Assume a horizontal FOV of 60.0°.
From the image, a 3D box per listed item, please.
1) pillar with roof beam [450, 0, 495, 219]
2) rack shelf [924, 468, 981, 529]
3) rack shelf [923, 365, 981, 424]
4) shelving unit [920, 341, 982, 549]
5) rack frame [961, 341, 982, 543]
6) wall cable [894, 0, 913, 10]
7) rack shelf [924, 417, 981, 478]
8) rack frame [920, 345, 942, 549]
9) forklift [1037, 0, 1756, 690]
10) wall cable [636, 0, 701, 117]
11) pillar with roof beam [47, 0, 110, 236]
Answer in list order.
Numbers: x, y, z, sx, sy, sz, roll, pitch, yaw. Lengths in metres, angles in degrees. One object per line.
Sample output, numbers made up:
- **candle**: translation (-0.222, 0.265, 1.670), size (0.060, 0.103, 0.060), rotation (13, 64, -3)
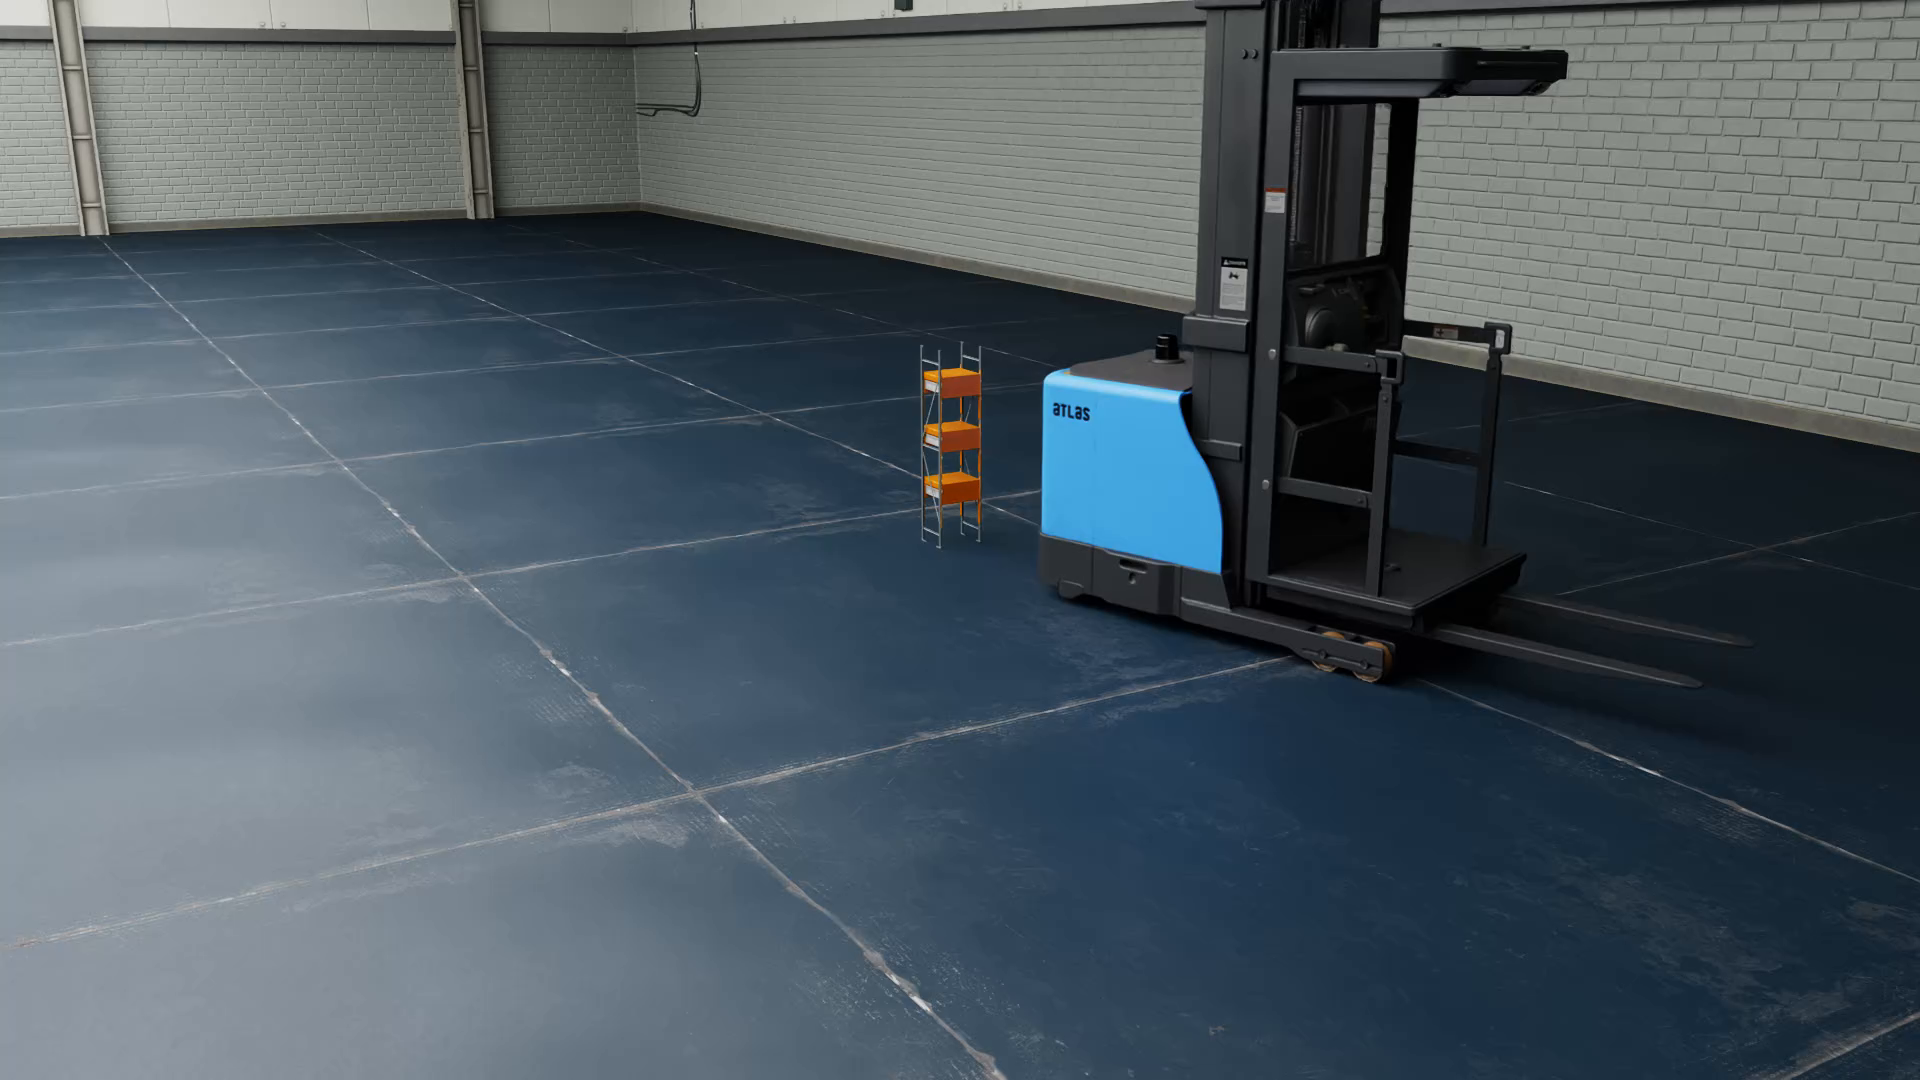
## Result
- **pillar with roof beam**: translation (-6.088, -8.919, 24.055), size (0.400, 9.000, 9.100), rotation (-9, 18, -30)
- **rack shelf**: translation (-0.046, -0.220, 8.819), size (0.240, 0.259, 0.215), rotation (-9, 18, -30)
- **rack shelf**: translation (-0.046, -0.761, 8.668), size (0.240, 0.259, 0.215), rotation (-9, 18, -30)
- **shelving unit**: translation (-0.046, -0.498, 8.742), size (0.252, 1.050, 0.215), rotation (-9, 18, -30)
- **rack frame**: translation (0.059, -0.515, 8.802), size (0.008, 1.050, 0.200), rotation (-9, 18, -30)
- **wall cable**: translation (-0.223, -9.457, 19.675), size (0.169, 6.003, 2.305), rotation (-9, 18, -30)
- **rack shelf**: translation (-0.046, -0.488, 8.744), size (0.240, 0.259, 0.215), rotation (-9, 18, -30)
- **rack frame**: translation (-0.150, -0.481, 8.681), size (0.008, 1.050, 0.200), rotation (-9, 18, -30)
- **forklift**: translation (1.811, -0.987, 7.002), size (3.031, 2.935, 1.130), rotation (13, 20, 39)
- **wall cable**: translation (-5.099, -8.523, 28.397), size (0.112, 2.526, 3.097), rotation (-9, 18, -30)
- **pillar with roof beam**: translation (-11.231, -8.085, 21.080), size (0.400, 9.000, 9.100), rotation (-9, 18, -30)
